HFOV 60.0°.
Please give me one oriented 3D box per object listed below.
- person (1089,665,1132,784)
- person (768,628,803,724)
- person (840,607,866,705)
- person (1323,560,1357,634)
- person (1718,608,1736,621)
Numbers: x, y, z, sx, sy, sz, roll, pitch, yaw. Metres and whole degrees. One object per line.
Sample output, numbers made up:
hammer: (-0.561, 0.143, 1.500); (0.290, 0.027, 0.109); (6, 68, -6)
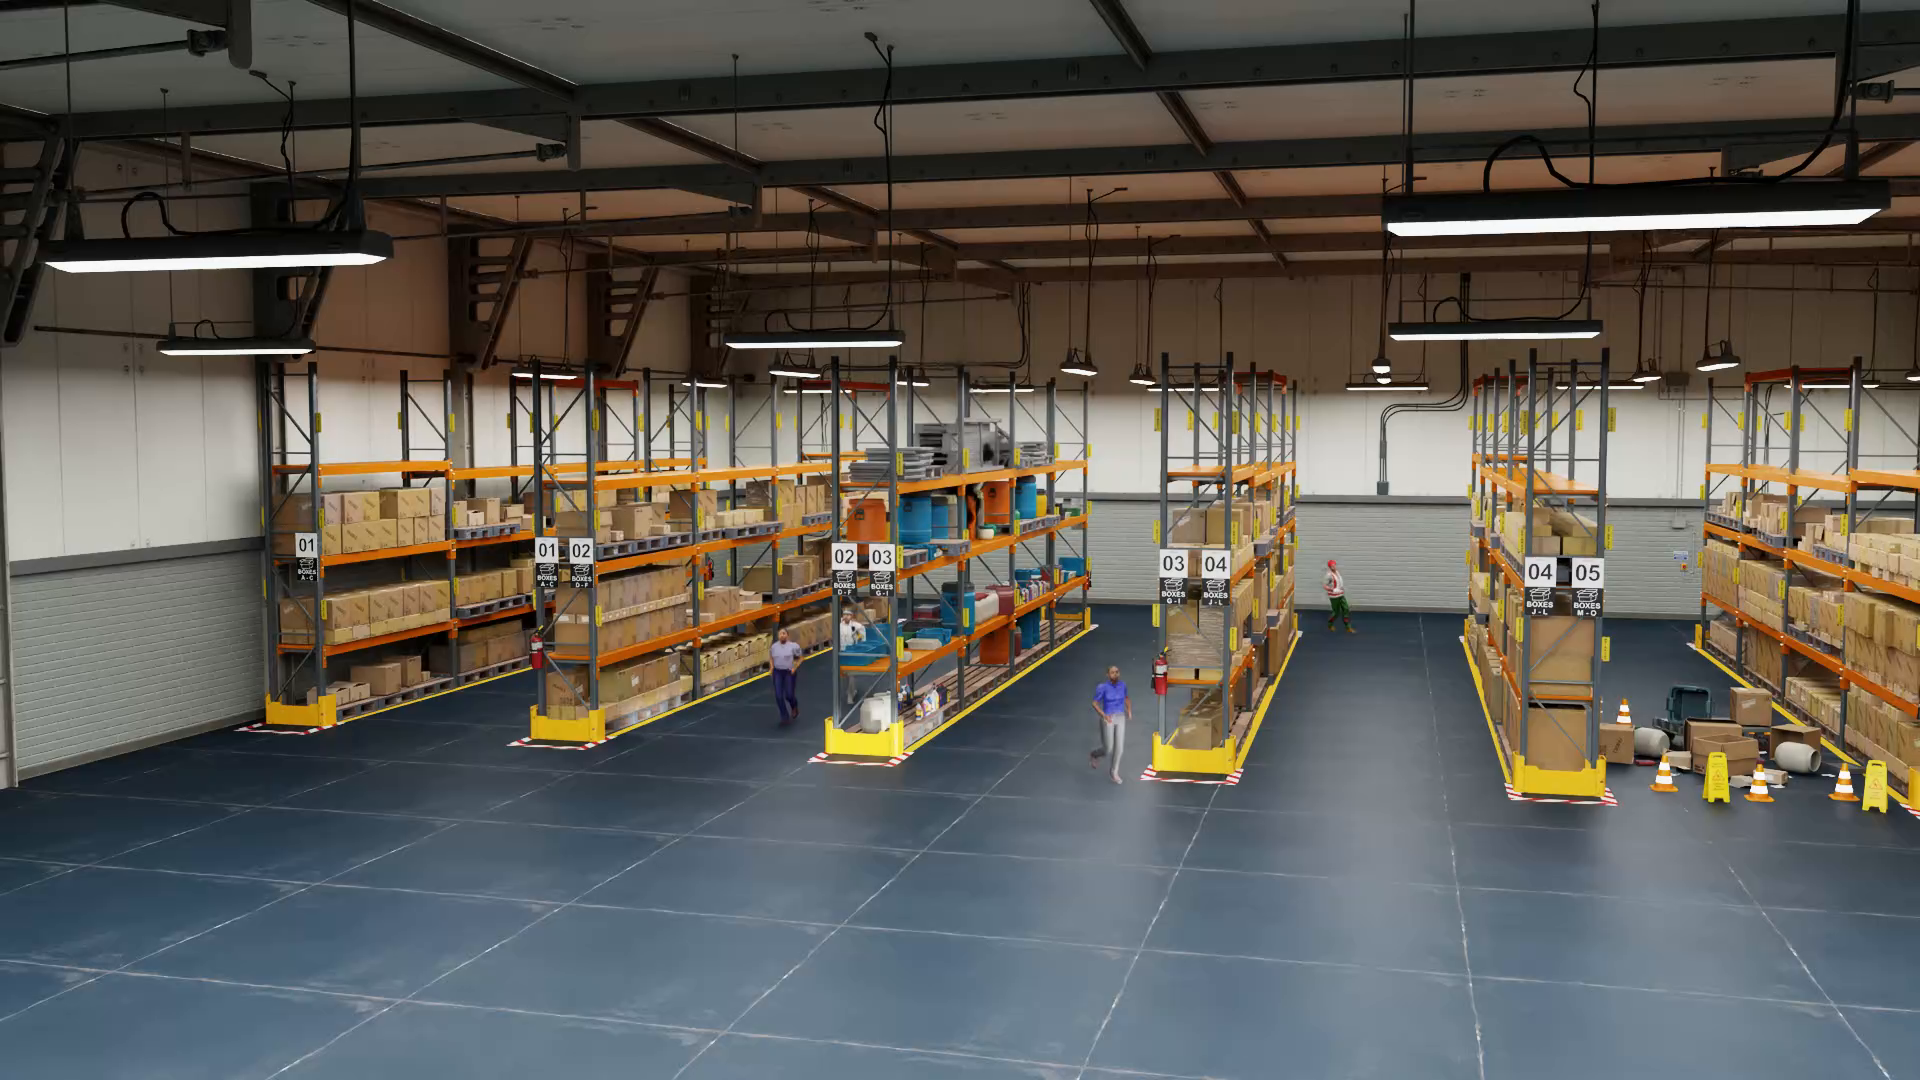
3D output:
person: (2.133, 2.571, 23.401); (0.590, 1.628, 0.699); (-1, 4, -20)
person: (-2.918, 2.265, 27.685); (0.586, 1.582, 0.543); (1, 4, 9)
person: (-1.994, 2.067, 29.834); (0.594, 1.753, 0.753); (1, 4, 18)
person: (8.909, 1.335, 39.341); (0.669, 1.730, 0.809); (-3, 5, -38)
person: (17.592, 1.473, 37.985); (0.744, 1.823, 0.681); (4, 5, 42)
